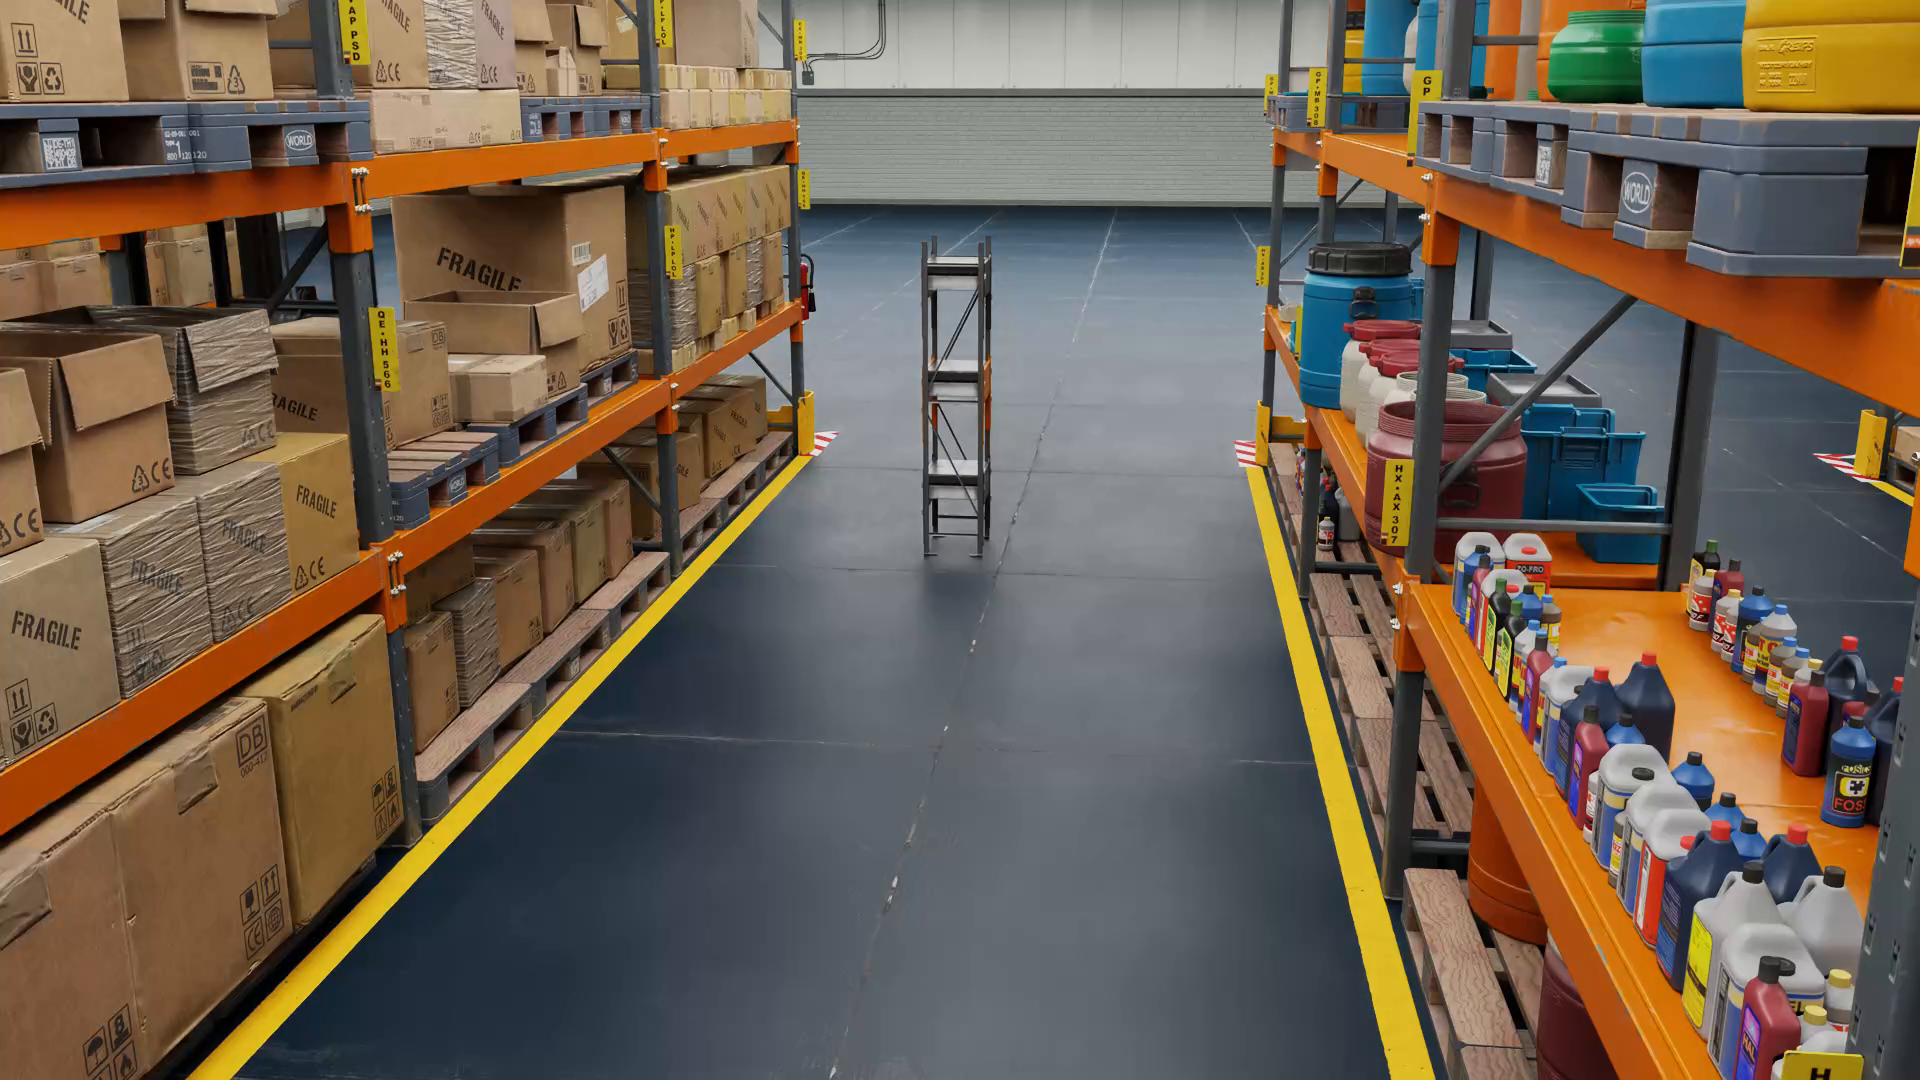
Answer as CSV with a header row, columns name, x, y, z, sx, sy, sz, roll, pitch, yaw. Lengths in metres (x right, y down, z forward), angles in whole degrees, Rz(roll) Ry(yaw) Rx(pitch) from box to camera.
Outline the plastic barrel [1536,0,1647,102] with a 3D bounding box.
name,x,y,z,sx,sy,sz,roll,pitch,yaw
plastic barrel,2.086,-1.754,5.030,0.600,0.830,0.708,2,15,6

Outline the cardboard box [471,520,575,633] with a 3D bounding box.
name,x,y,z,sx,sy,sz,roll,pitch,yaw
cardboard box,-2.543,0.194,9.143,0.700,0.500,0.500,0,15,1

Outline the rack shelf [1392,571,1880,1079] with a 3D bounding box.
name,x,y,z,sx,sy,sz,roll,pitch,yaw
rack shelf,1.928,0.823,4.252,1.077,0.370,4.000,2,15,6

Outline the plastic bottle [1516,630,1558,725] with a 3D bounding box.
name,x,y,z,sx,sy,sz,roll,pitch,yaw
plastic bottle,1.639,0.390,4.719,0.097,0.271,0.097,0,15,0

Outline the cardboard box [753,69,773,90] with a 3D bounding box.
name,x,y,z,sx,sy,sz,roll,pitch,yaw
cardboard box,-1.659,-3.547,12.810,0.380,0.149,0.250,2,15,7

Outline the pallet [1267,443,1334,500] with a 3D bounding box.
name,x,y,z,sx,sy,sz,roll,pitch,yaw
pallet,2.997,-0.541,13.257,1.003,0.211,1.213,2,15,6

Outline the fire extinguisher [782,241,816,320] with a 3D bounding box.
name,x,y,z,sx,sy,sz,roll,pitch,yaw
fire extinguisher,-1.394,-2.243,14.359,0.296,0.674,0.183,2,15,6

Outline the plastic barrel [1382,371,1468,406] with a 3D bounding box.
name,x,y,z,sx,sy,sz,roll,pitch,yaw
plastic barrel,2.105,-0.480,7.476,0.421,0.512,0.421,0,15,0

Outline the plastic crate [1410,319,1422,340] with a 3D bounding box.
name,x,y,z,sx,sy,sz,roll,pitch,yaw
plastic crate,2.790,-1.183,10.409,0.767,0.338,0.504,2,15,6

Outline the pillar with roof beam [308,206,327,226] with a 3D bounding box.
name,x,y,z,sx,sy,sz,roll,pitch,yaw
pillar with roof beam,-10.633,-11.541,37.104,9.100,9.000,0.400,2,15,6

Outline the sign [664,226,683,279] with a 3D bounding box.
name,x,y,z,sx,sy,sz,roll,pitch,yaw
sign,-1.765,-1.770,10.244,0.100,0.325,0.005,2,15,6

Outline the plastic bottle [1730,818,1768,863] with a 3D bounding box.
name,x,y,z,sx,sy,sz,roll,pitch,yaw
plastic bottle,1.649,0.718,3.508,0.097,0.271,0.097,0,15,0

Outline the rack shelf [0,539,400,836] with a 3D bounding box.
name,x,y,z,sx,sy,sz,roll,pitch,yaw
rack shelf,-2.994,0.677,4.791,1.077,0.370,4.000,2,15,6

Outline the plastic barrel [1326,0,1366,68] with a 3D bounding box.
name,x,y,z,sx,sy,sz,roll,pitch,yaw
plastic barrel,3.127,-3.847,12.767,0.600,0.830,0.708,2,15,6

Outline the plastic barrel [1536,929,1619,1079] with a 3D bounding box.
name,x,y,z,sx,sy,sz,roll,pitch,yaw
plastic barrel,1.988,1.338,4.782,0.600,0.588,0.708,2,15,6

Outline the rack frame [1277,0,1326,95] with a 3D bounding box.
name,x,y,z,sx,sy,sz,roll,pitch,yaw
rack frame,3.056,-5.014,12.967,1.000,3.000,0.127,2,15,6

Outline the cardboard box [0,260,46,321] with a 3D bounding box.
name,x,y,z,sx,sy,sz,roll,pitch,yaw
cardboard box,-7.164,-1.711,11.955,0.875,0.550,0.550,2,15,6

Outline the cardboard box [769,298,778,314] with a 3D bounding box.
name,x,y,z,sx,sy,sz,roll,pitch,yaw
cardboard box,-1.698,-1.932,13.541,0.380,0.149,0.250,2,15,6

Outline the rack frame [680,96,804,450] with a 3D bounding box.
name,x,y,z,sx,sy,sz,roll,pitch,yaw
rack frame,-1.865,-2.264,14.289,1.000,3.000,0.127,2,15,6

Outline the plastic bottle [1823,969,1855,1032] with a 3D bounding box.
name,x,y,z,sx,sy,sz,roll,pitch,yaw
plastic bottle,1.593,0.882,3.033,0.097,0.201,0.097,0,15,0

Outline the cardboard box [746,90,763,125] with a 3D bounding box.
name,x,y,z,sx,sy,sz,roll,pitch,yaw
cardboard box,-1.787,-3.245,12.457,0.500,0.250,0.500,2,15,7

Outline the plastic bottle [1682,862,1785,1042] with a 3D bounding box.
name,x,y,z,sx,sy,sz,roll,pitch,yaw
plastic bottle,1.481,0.770,3.163,0.144,0.351,0.185,2,15,6

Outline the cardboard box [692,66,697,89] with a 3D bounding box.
name,x,y,z,sx,sy,sz,roll,pitch,yaw
cardboard box,-1.975,-3.076,11.068,0.380,0.149,0.250,2,15,8

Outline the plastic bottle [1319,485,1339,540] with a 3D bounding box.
name,x,y,z,sx,sy,sz,roll,pitch,yaw
plastic bottle,2.391,-0.190,10.850,0.144,0.351,0.185,1,15,5

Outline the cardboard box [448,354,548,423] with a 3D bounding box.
name,x,y,z,sx,sy,sz,roll,pitch,yaw
cardboard box,-2.350,-0.748,8.163,0.500,0.250,0.500,1,15,5

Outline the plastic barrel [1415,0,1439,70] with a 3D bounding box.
name,x,y,z,sx,sy,sz,roll,pitch,yaw
plastic barrel,2.763,-2.633,8.945,0.600,0.901,0.708,2,15,6

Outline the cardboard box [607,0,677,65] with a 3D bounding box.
name,x,y,z,sx,sy,sz,roll,pitch,yaw
cardboard box,-2.301,-3.768,12.386,0.500,0.500,0.500,2,15,6

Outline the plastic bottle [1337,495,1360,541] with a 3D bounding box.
name,x,y,z,sx,sy,sz,roll,pitch,yaw
plastic bottle,2.534,-0.186,10.835,0.144,0.351,0.185,2,15,6

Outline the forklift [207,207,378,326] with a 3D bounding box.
name,x,y,z,sx,sy,sz,roll,pitch,yaw
forklift,-4.750,-1.466,11.470,1.130,2.935,3.031,3,15,10

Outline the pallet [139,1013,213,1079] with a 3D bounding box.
name,x,y,z,sx,sy,sz,roll,pitch,yaw
pallet,-3.072,1.675,5.065,1.003,0.211,1.213,2,15,6

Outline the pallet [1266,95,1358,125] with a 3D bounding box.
name,x,y,z,sx,sy,sz,roll,pitch,yaw
pallet,2.866,-3.263,12.600,1.003,0.211,1.213,2,15,6

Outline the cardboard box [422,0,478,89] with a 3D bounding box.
name,x,y,z,sx,sy,sz,roll,pitch,yaw
cardboard box,-2.398,-2.173,7.055,0.500,0.500,0.500,2,15,7

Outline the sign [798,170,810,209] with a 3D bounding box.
name,x,y,z,sx,sy,sz,roll,pitch,yaw
sign,-1.316,-2.954,14.017,0.100,0.325,0.005,2,15,6

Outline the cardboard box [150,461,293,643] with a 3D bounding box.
name,x,y,z,sx,sy,sz,roll,pitch,yaw
cardboard box,-2.640,0.027,5.625,0.500,0.500,0.500,2,15,6

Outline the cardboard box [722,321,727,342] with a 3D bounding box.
name,x,y,z,sx,sy,sz,roll,pitch,yaw
cardboard box,-1.877,-1.477,11.860,0.380,0.149,0.250,2,15,6

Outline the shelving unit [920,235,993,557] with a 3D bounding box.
name,x,y,z,sx,sy,sz,roll,pitch,yaw
shelving unit,-0.019,-0.971,11.229,0.431,2.100,0.503,2,15,6

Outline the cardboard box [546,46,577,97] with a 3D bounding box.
name,x,y,z,sx,sy,sz,roll,pitch,yaw
cardboard box,-2.323,-2.566,9.111,0.396,0.266,0.258,2,15,8

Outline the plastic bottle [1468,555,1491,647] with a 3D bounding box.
name,x,y,z,sx,sy,sz,roll,pitch,yaw
plastic bottle,1.701,0.199,5.401,0.061,0.283,0.133,2,15,6

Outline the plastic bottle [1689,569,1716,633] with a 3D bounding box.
name,x,y,z,sx,sy,sz,roll,pitch,yaw
plastic bottle,2.500,0.199,5.559,0.097,0.201,0.097,0,15,0

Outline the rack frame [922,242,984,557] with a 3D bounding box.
name,x,y,z,sx,sy,sz,roll,pitch,yaw
rack frame,-0.046,-0.907,10.995,0.400,2.100,0.015,2,15,6

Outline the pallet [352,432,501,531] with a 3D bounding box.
name,x,y,z,sx,sy,sz,roll,pitch,yaw
pallet,-2.793,-0.285,7.336,1.213,0.211,1.003,2,15,6

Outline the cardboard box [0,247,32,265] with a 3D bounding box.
name,x,y,z,sx,sy,sz,roll,pitch,yaw
cardboard box,-7.211,-2.234,11.820,0.875,0.550,0.550,2,15,6

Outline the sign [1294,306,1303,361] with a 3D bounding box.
name,x,y,z,sx,sy,sz,roll,pitch,yaw
sign,2.059,-1.234,9.947,0.100,0.325,0.005,2,15,6

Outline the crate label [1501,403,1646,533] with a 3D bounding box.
name,x,y,z,sx,sy,sz,roll,pitch,yaw
crate label,2.534,-0.310,6.995,0.502,0.435,0.616,2,15,6

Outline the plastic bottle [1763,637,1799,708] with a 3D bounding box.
name,x,y,z,sx,sy,sz,roll,pitch,yaw
plastic bottle,2.419,0.385,4.871,0.097,0.201,0.097,0,15,0

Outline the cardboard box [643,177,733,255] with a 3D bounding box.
name,x,y,z,sx,sy,sz,roll,pitch,yaw
cardboard box,-1.901,-2.270,11.633,0.500,0.500,0.500,2,15,6

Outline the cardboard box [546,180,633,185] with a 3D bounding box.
name,x,y,z,sx,sy,sz,roll,pitch,yaw
cardboard box,-2.484,-2.156,11.211,0.500,0.500,0.500,2,15,6

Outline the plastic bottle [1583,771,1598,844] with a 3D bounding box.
name,x,y,z,sx,sy,sz,roll,pitch,yaw
plastic bottle,1.551,0.627,3.979,0.097,0.201,0.097,0,15,0

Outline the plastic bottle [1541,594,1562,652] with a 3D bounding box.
name,x,y,z,sx,sy,sz,roll,pitch,yaw
plastic bottle,1.857,0.274,5.283,0.097,0.201,0.097,0,15,0

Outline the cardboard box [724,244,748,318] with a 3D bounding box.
name,x,y,z,sx,sy,sz,roll,pitch,yaw
cardboard box,-2.059,-1.923,12.267,0.875,0.500,0.500,2,15,6

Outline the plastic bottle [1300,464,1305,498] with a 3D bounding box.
name,x,y,z,sx,sy,sz,roll,pitch,yaw
plastic bottle,2.492,-0.438,11.919,0.097,0.271,0.097,0,15,0

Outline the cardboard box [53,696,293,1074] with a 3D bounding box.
name,x,y,z,sx,sy,sz,roll,pitch,yaw
cardboard box,-2.975,1.043,5.325,1.225,0.875,0.875,2,15,6

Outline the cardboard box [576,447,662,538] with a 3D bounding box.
name,x,y,z,sx,sy,sz,roll,pitch,yaw
cardboard box,-2.232,-0.325,11.103,0.500,0.500,0.500,1,15,5
